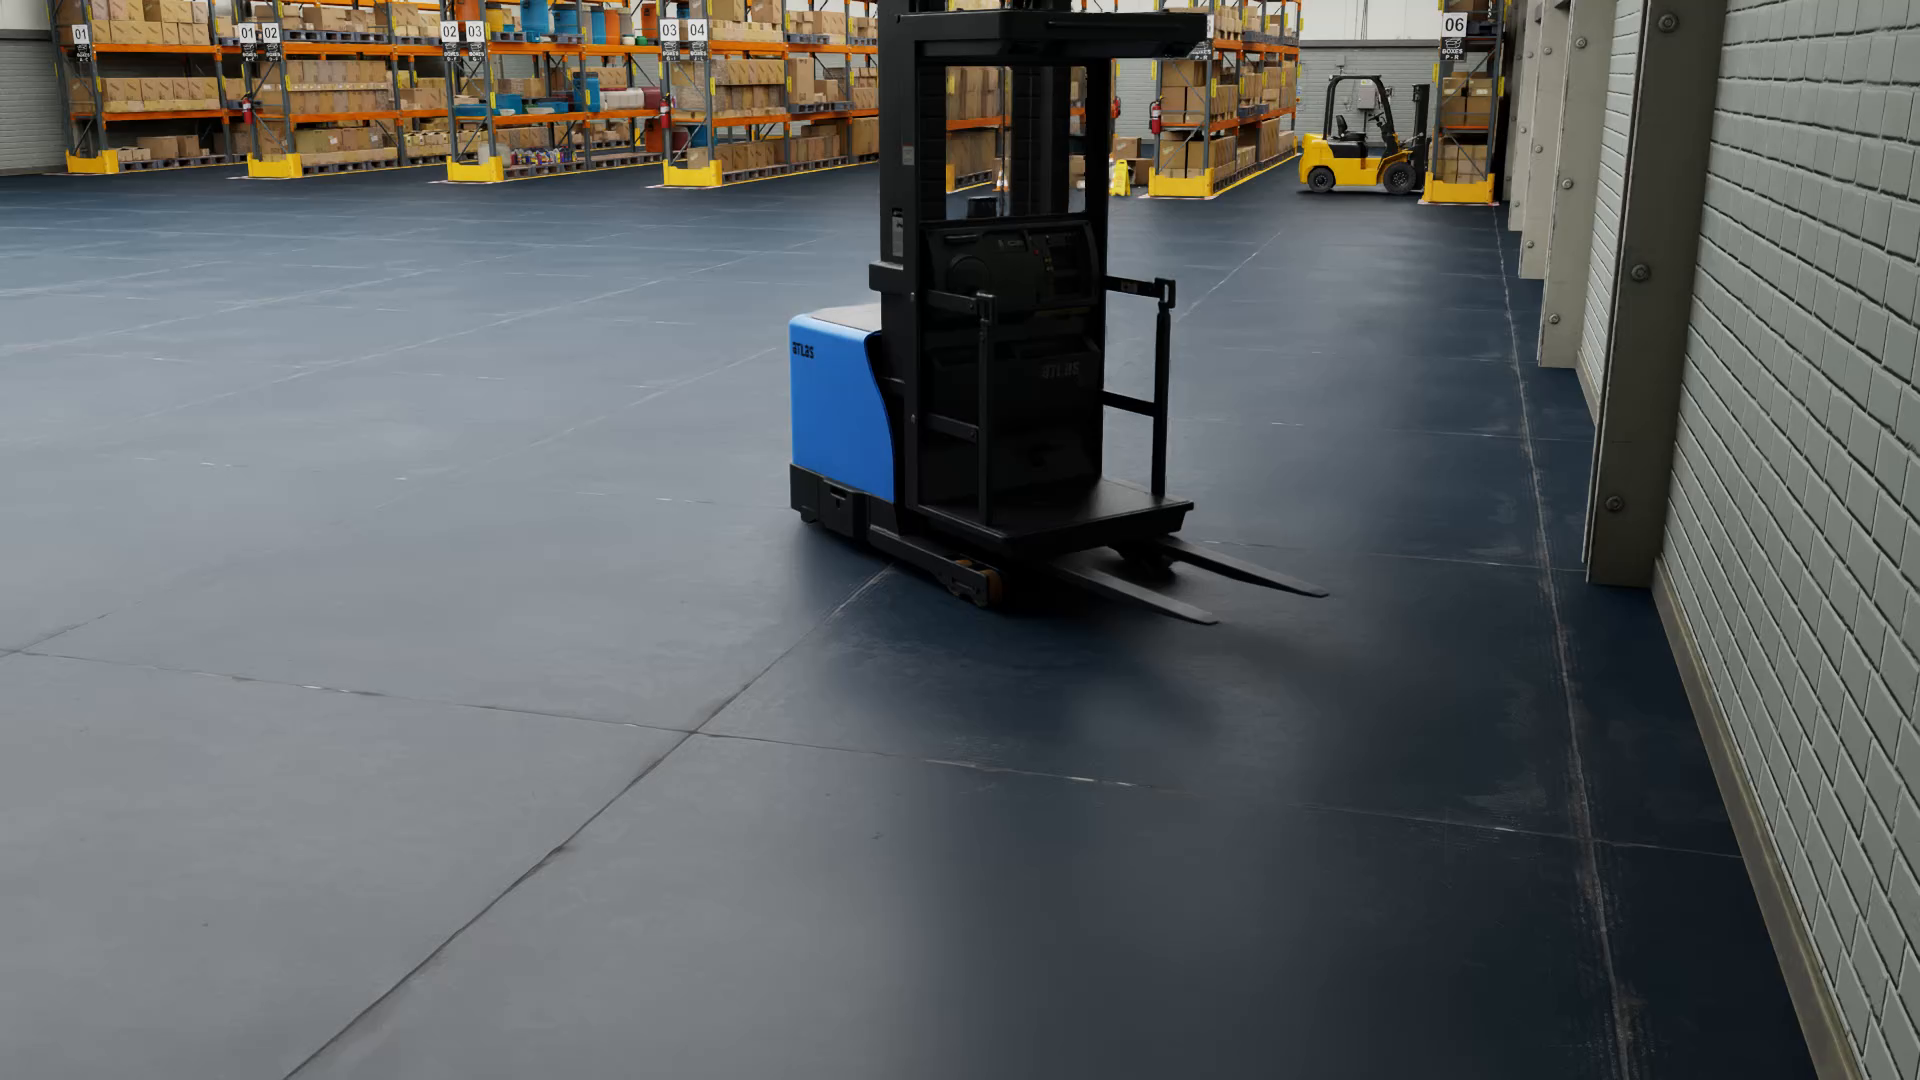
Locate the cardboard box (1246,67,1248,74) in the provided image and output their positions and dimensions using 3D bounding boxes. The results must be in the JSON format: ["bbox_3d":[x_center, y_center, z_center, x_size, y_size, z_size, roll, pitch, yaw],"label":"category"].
[{"bbox_3d":[5.901,-9.977,35.319,0.380,0.149,0.250,6,17,19],"label":"cardboard box"}]

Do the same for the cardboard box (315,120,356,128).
[{"bbox_3d":[-17.059,-11.201,45.492,0.750,0.750,0.750,4,16,15],"label":"cardboard box"}]

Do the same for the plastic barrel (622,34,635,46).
[{"bbox_3d":[-8.032,-12.108,40.278,0.301,0.262,0.301,0,16,0],"label":"plastic barrel"}]

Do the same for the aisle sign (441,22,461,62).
[{"bbox_3d":[-10.474,-10.244,34.186,0.394,0.787,0.004,5,16,16],"label":"aisle sign"}]

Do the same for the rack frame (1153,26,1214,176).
[{"bbox_3d":[4.082,-7.837,30.462,1.000,3.000,0.127,5,16,16],"label":"rack frame"}]

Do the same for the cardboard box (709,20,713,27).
[{"bbox_3d":[-5.120,-10.222,32.919,0.380,0.149,0.250,5,16,15],"label":"cardboard box"}]

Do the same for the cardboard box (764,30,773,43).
[{"bbox_3d":[-4.320,-10.747,35.502,0.500,0.250,0.500,5,17,17],"label":"cardboard box"}]

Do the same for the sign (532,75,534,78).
[{"bbox_3d":[-12.029,-12.971,46.975,0.100,0.325,0.005,5,16,16],"label":"sign"}]

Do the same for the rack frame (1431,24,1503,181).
[{"bbox_3d":[8.842,-7.453,29.109,1.000,3.000,0.127,5,16,16],"label":"rack frame"}]

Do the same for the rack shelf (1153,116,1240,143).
[{"bbox_3d":[4.650,-8.014,32.405,1.077,0.370,4.000,5,16,16],"label":"rack shelf"}]

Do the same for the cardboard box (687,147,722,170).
[{"bbox_3d":[-5.226,-7.767,34.027,0.500,0.500,0.500,8,18,26],"label":"cardboard box"}]

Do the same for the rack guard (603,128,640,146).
[{"bbox_3d":[-10.391,-12.338,50.913,1.175,0.500,0.348,5,16,16],"label":"rack guard"}]

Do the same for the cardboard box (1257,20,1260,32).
[{"bbox_3d":[6.034,-10.844,35.074,0.500,0.250,0.500,4,16,15],"label":"cardboard box"}]

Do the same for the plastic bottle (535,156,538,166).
[{"bbox_3d":[-9.325,-8.332,36.530,0.097,0.201,0.097,0,16,0],"label":"plastic bottle"}]

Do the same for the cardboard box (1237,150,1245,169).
[{"bbox_3d":[5.566,-8.147,35.602,0.950,0.372,0.625,6,17,19],"label":"cardboard box"}]

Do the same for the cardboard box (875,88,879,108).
[{"bbox_3d":[-2.316,-11.253,42.322,0.500,0.500,0.500,5,16,16],"label":"cardboard box"}]

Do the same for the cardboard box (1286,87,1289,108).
[{"bbox_3d":[8.171,-11.388,42.799,0.500,0.500,0.500,5,17,16],"label":"cardboard box"}]

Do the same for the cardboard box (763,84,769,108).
[{"bbox_3d":[-4.646,-9.602,35.957,0.875,0.500,0.500,5,16,16],"label":"cardboard box"}]

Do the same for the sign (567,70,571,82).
[{"bbox_3d":[-10.973,-13.029,46.646,0.100,0.325,0.005,5,16,16],"label":"sign"}]

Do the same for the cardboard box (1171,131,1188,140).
[{"bbox_3d":[4.174,-7.786,31.988,0.380,0.149,0.250,5,17,17],"label":"cardboard box"}]

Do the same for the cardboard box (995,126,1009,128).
[{"bbox_3d":[1.321,-9.255,38.814,1.050,0.750,0.750,4,16,15],"label":"cardboard box"}]

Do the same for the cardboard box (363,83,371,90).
[{"bbox_3d":[-13.869,-10.491,38.449,0.380,0.149,0.250,5,16,16],"label":"cardboard box"}]

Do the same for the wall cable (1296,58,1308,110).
[{"bbox_3d":[10.209,-14.004,50.285,0.585,1.953,0.123,5,16,16],"label":"wall cable"}]

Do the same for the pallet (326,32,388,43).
[{"bbox_3d":[-13.997,-11.596,38.382,1.003,0.211,1.213,5,16,16],"label":"pallet"}]

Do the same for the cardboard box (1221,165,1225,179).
[{"bbox_3d":[4.871,-7.182,32.424,0.500,0.250,0.500,6,17,20],"label":"cardboard box"}]

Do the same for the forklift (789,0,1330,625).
[{"bbox_3d":[0.367,-1.265,7.417,1.130,2.935,3.031,-11,19,-33],"label":"forklift"}]

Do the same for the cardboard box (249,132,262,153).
[{"bbox_3d":[-18.238,-10.146,42.379,0.700,0.500,0.500,4,16,15],"label":"cardboard box"}]

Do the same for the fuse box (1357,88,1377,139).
[{"bbox_3d":[12.181,-12.679,49.895,0.539,1.711,0.414,5,16,16],"label":"fuse box"}]

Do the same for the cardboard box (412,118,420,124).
[{"bbox_3d":[-16.177,-12.374,49.081,0.380,0.149,0.250,5,16,16],"label":"cardboard box"}]

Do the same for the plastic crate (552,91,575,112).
[{"bbox_3d":[-9.187,-10.217,38.737,0.402,0.464,0.583,5,16,16],"label":"plastic crate"}]

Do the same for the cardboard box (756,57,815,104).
[{"bbox_3d":[-3.923,-10.340,37.417,1.000,1.000,1.000,5,17,16],"label":"cardboard box"}]

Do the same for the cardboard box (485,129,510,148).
[{"bbox_3d":[-12.240,-10.574,43.885,0.500,0.500,0.500,5,17,18],"label":"cardboard box"}]

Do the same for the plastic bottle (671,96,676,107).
[{"bbox_3d":[-7.325,-11.197,42.522,0.061,0.283,0.133,5,16,16],"label":"plastic bottle"}]

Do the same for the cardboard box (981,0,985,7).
[{"bbox_3d":[0.286,-10.746,33.269,0.380,0.149,0.250,4,16,15],"label":"cardboard box"}]

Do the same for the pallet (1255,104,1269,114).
[{"bbox_3d":[6.255,-9.643,37.181,1.213,0.211,1.003,5,16,16],"label":"pallet"}]

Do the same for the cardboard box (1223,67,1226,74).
[{"bbox_3d":[6.251,-10.615,38.240,0.500,0.500,0.500,4,16,14],"label":"cardboard box"}]

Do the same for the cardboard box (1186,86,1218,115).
[{"bbox_3d":[4.482,-8.131,30.769,0.500,0.500,0.500,4,16,15],"label":"cardboard box"}]

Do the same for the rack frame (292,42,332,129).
[{"bbox_3d":[-17.393,-11.851,44.614,1.000,3.000,0.127,5,16,16],"label":"rack frame"}]

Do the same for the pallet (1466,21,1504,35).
[{"bbox_3d":[9.068,-9.037,29.357,1.003,0.211,1.213,5,16,16],"label":"pallet"}]

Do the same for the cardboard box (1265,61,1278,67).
[{"bbox_3d":[7.831,-11.880,41.513,0.380,0.149,0.250,4,16,15],"label":"cardboard box"}]

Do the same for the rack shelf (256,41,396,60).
[{"bbox_3d":[-14.348,-10.995,37.417,1.077,0.370,4.000,5,16,16],"label":"rack shelf"}]

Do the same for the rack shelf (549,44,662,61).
[{"bbox_3d":[-8.463,-11.656,39.749,1.077,0.370,4.000,5,16,16],"label":"rack shelf"}]

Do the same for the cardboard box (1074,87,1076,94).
[{"bbox_3d":[2.720,-11.370,42.063,0.380,0.149,0.250,5,17,16],"label":"cardboard box"}]

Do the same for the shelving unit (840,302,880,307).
[{"bbox_3d":[-0.483,-0.743,9.024,0.252,1.050,0.215,-11,19,-33],"label":"shelving unit"}]

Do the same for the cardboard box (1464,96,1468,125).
[{"bbox_3d":[9.376,-7.747,29.963,0.500,0.500,0.500,5,17,18],"label":"cardboard box"}]

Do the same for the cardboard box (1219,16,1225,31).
[{"bbox_3d":[4.633,-9.593,30.886,0.500,0.250,0.500,4,16,15],"label":"cardboard box"}]

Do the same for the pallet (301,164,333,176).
[{"bbox_3d":[-14.739,-8.236,36.981,1.003,0.211,1.213,5,16,16],"label":"pallet"}]

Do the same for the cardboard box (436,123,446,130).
[{"bbox_3d":[-15.800,-12.216,49.711,0.700,0.500,0.500,4,16,15],"label":"cardboard box"}]

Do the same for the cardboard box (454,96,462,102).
[{"bbox_3d":[-13.083,-11.206,42.503,0.500,0.311,0.500,4,16,15],"label":"cardboard box"}]

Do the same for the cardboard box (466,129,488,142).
[{"bbox_3d":[-12.556,-10.460,42.954,0.500,0.311,0.500,5,17,17],"label":"cardboard box"}]

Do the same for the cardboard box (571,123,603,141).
[{"bbox_3d":[-10.977,-12.017,48.967,0.797,0.503,0.637,5,16,16],"label":"cardboard box"}]

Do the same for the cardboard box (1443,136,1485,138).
[{"bbox_3d":[10.925,-8.443,36.183,0.875,0.625,0.625,5,17,18],"label":"cardboard box"}]

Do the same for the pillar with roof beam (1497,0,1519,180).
[{"bbox_3d":[7.482,-12.355,35.397,9.100,9.000,0.400,5,16,16],"label":"pillar with roof beam"}]
